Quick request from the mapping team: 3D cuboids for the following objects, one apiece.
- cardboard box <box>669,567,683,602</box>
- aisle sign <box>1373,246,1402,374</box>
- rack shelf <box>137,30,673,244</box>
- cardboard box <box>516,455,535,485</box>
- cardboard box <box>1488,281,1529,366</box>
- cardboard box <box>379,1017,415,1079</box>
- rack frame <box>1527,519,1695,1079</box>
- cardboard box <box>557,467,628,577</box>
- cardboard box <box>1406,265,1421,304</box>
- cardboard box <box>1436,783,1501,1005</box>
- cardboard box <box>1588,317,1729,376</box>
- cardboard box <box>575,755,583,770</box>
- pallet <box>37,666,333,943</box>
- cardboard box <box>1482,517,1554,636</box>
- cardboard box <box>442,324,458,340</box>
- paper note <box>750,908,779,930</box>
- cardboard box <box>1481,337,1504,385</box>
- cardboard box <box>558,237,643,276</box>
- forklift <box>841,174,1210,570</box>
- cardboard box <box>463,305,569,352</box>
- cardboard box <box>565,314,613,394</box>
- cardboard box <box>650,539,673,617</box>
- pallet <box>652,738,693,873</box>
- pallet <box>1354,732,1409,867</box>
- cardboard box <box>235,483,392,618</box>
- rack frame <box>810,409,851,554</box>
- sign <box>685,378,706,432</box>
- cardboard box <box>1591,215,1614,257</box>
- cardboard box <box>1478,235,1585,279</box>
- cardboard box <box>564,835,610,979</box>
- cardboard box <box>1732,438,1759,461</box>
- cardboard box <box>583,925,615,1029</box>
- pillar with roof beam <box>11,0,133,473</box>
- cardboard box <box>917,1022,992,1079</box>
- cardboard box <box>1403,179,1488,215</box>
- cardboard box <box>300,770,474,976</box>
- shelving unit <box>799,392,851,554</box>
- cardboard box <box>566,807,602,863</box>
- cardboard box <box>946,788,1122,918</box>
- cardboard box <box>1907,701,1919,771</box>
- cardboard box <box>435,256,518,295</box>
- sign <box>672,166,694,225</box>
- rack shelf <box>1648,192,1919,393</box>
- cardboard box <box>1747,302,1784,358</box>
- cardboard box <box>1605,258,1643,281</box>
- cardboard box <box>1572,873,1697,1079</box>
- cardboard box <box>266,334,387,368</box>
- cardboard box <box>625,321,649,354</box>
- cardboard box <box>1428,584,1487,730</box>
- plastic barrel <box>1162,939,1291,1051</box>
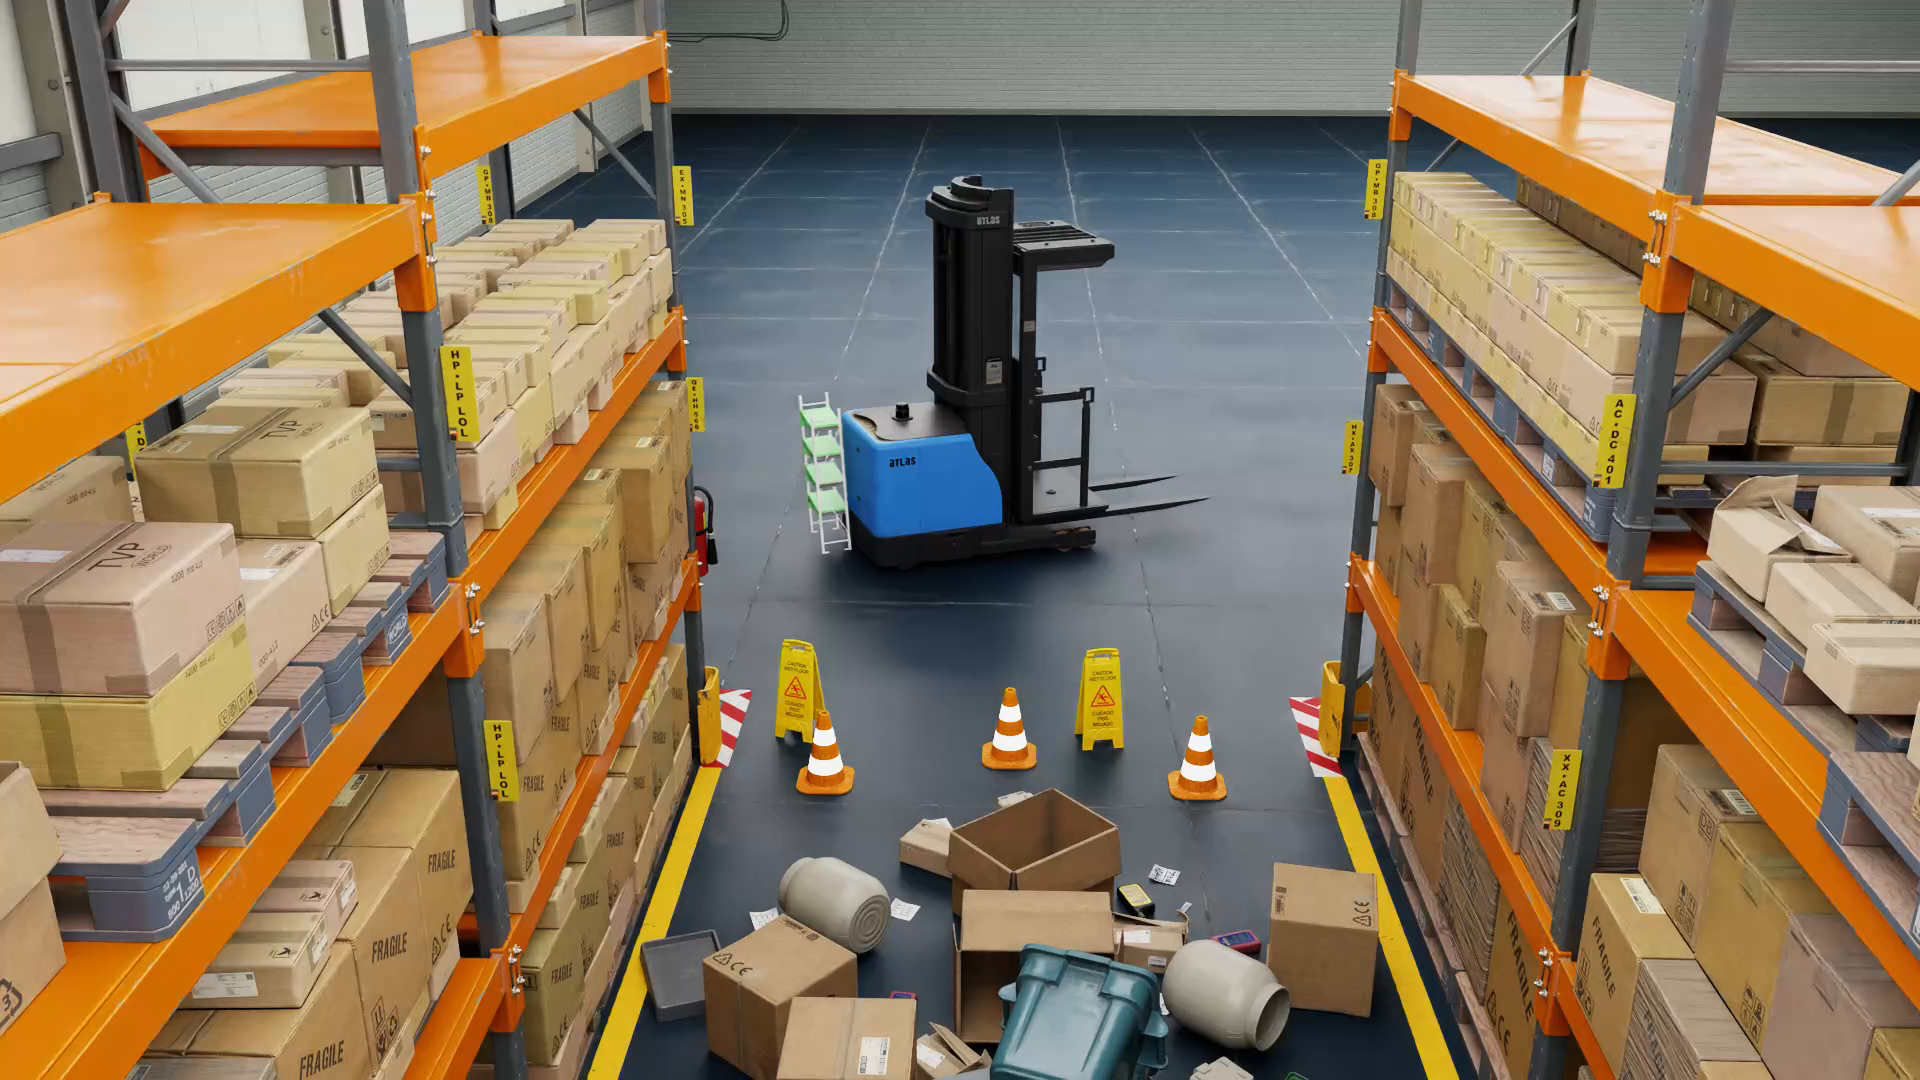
[{"bbox_3d":[-1.785,0.236,9.414,0.380,0.149,0.250,0,21,1],"label":"cardboard box"},{"bbox_3d":[2.563,-1.334,9.520,0.394,0.787,0.004,1,21,2],"label":"aisle sign"},{"bbox_3d":[-2.151,-1.848,7.144,1.077,0.370,4.000,1,21,2],"label":"rack shelf"},{"bbox_3d":[-1.949,-0.331,6.730,0.380,0.149,0.250,1,21,3],"label":"cardboard box"},{"bbox_3d":[2.530,-0.901,6.928,0.500,0.250,0.500,0,21,1],"label":"cardboard box"},{"bbox_3d":[-1.949,1.634,5.230,0.380,0.149,0.250,0,21,1],"label":"cardboard box"},{"bbox_3d":[2.739,1.353,6.188,1.000,3.000,0.127,1,21,2],"label":"rack frame"},{"bbox_3d":[-1.977,-0.028,7.817,0.700,0.500,0.500,1,21,1],"label":"cardboard box"},{"bbox_3d":[2.515,-1.314,8.543,0.380,0.149,0.250,1,21,2],"label":"cardboard box"},{"bbox_3d":[2.852,1.595,7.921,0.875,0.875,0.875,1,21,2],"label":"cardboard box"},{"bbox_3d":[2.431,-0.678,5.803,0.380,0.149,0.250,0,21,1],"label":"cardboard box"},{"bbox_3d":[-1.929,0.968,7.529,0.380,0.149,0.250,1,21,1],"label":"cardboard box"},{"bbox_3d":[-2.366,0.621,4.187,1.213,0.211,1.003,1,21,2],"label":"pallet"},{"bbox_3d":[2.839,0.253,7.324,0.875,0.550,0.550,1,21,2],"label":"cardboard box"},{"bbox_3d":[-2.423,-0.845,7.504,0.500,0.250,0.500,1,21,3],"label":"cardboard box"},{"bbox_3d":[-1.014,1.976,8.687,0.142,0.019,0.148,-7,22,-17],"label":"paper note"},{"bbox_3d":[2.468,-0.766,7.133,0.380,0.149,0.250,0,21,1],"label":"cardboard box"},{"bbox_3d":[-1.841,-1.453,8.520,0.380,0.149,0.250,0,21,1],"label":"cardboard box"},{"bbox_3d":[0.588,-1.444,13.492,3.031,2.935,1.130,-8,22,-19],"label":"forklift"},{"bbox_3d":[-1.891,-0.900,7.093,0.380,0.149,0.250,0,21,1],"label":"cardboard box"},{"bbox_3d":[-1.877,-0.838,7.485,0.500,0.250,0.500,1,21,2],"label":"cardboard box"},{"bbox_3d":[-1.851,0.084,8.910,0.500,0.500,0.500,1,21,2],"label":"cardboard box"},{"bbox_3d":[-2.153,1.510,9.640,1.003,0.211,1.213,1,21,2],"label":"pallet"},{"bbox_3d":[2.915,1.497,9.673,1.003,0.211,1.213,1,21,2],"label":"pallet"},{"bbox_3d":[-2.085,0.024,5.095,0.500,0.250,0.500,0,21,1],"label":"cardboard box"},{"bbox_3d":[-1.035,-0.464,13.340,0.240,1.200,0.015,-9,23,-13],"label":"rack frame"},{"bbox_3d":[-1.536,-0.785,9.661,0.100,0.325,0.005,1,21,2],"label":"sign"},{"bbox_3d":[3.151,-1.403,7.672,0.380,0.149,0.250,0,21,1],"label":"cardboard box"},{"bbox_3d":[2.477,-1.227,7.218,0.380,0.149,0.250,1,21,2],"label":"cardboard box"},{"bbox_3d":[-1.920,1.668,7.562,0.500,0.500,0.500,1,21,4],"label":"cardboard box"},{"bbox_3d":[3.096,-0.392,6.168,0.380,0.149,0.250,1,21,2],"label":"cardboard box"},{"bbox_3d":[-1.919,2.018,7.696,0.500,0.250,0.500,2,21,5],"label":"cardboard box"},{"bbox_3d":[-3.488,-4.841,13.860,9.100,9.000,0.400,1,21,2],"label":"pillar with roof beam"},{"bbox_3d":[-0.042,2.339,7.427,0.258,0.266,0.396,-16,26,-35],"label":"cardboard box"},{"bbox_3d":[2.524,-1.781,8.645,0.380,0.149,0.250,1,21,2],"label":"cardboard box"},{"bbox_3d":[-1.996,1.124,5.650,0.500,0.500,0.500,0,21,1],"label":"cardboard box"},{"bbox_3d":[-1.100,-0.549,13.560,0.258,1.200,0.503,-9,23,-13],"label":"shelving unit"},{"bbox_3d":[-1.846,1.329,7.539,0.380,0.149,0.250,1,21,4],"label":"cardboard box"},{"bbox_3d":[0.387,1.716,8.705,0.797,0.503,0.637,-16,26,-35],"label":"cardboard box"},{"bbox_3d":[2.470,0.449,3.838,0.396,0.266,0.258,1,21,2],"label":"cardboard box"},{"bbox_3d":[-2.360,-1.276,8.063,0.380,0.149,0.250,1,21,1],"label":"cardboard box"},{"bbox_3d":[-1.536,-1.909,9.225,0.100,0.325,0.005,1,21,2],"label":"sign"},{"bbox_3d":[2.678,-0.199,3.442,1.077,0.370,4.000,1,21,2],"label":"rack shelf"},{"bbox_3d":[3.096,-0.763,6.021,0.380,0.149,0.250,0,21,1],"label":"cardboard box"},{"bbox_3d":[3.077,-1.078,7.385,0.500,0.250,0.500,1,21,2],"label":"cardboard box"},{"bbox_3d":[2.454,1.494,5.688,0.500,0.500,0.500,1,21,2],"label":"cardboard box"},{"bbox_3d":[-2.515,-0.718,6.625,0.380,0.149,0.250,1,21,3],"label":"cardboard box"},{"bbox_3d":[-1.838,-1.074,8.645,0.380,0.149,0.250,1,21,3],"label":"cardboard box"},{"bbox_3d":[2.782,0.564,8.015,0.875,0.550,0.500,1,21,2],"label":"cardboard box"},{"bbox_3d":[1.240,2.127,7.755,0.512,0.421,0.421,18,27,38],"label":"plastic barrel"}]
